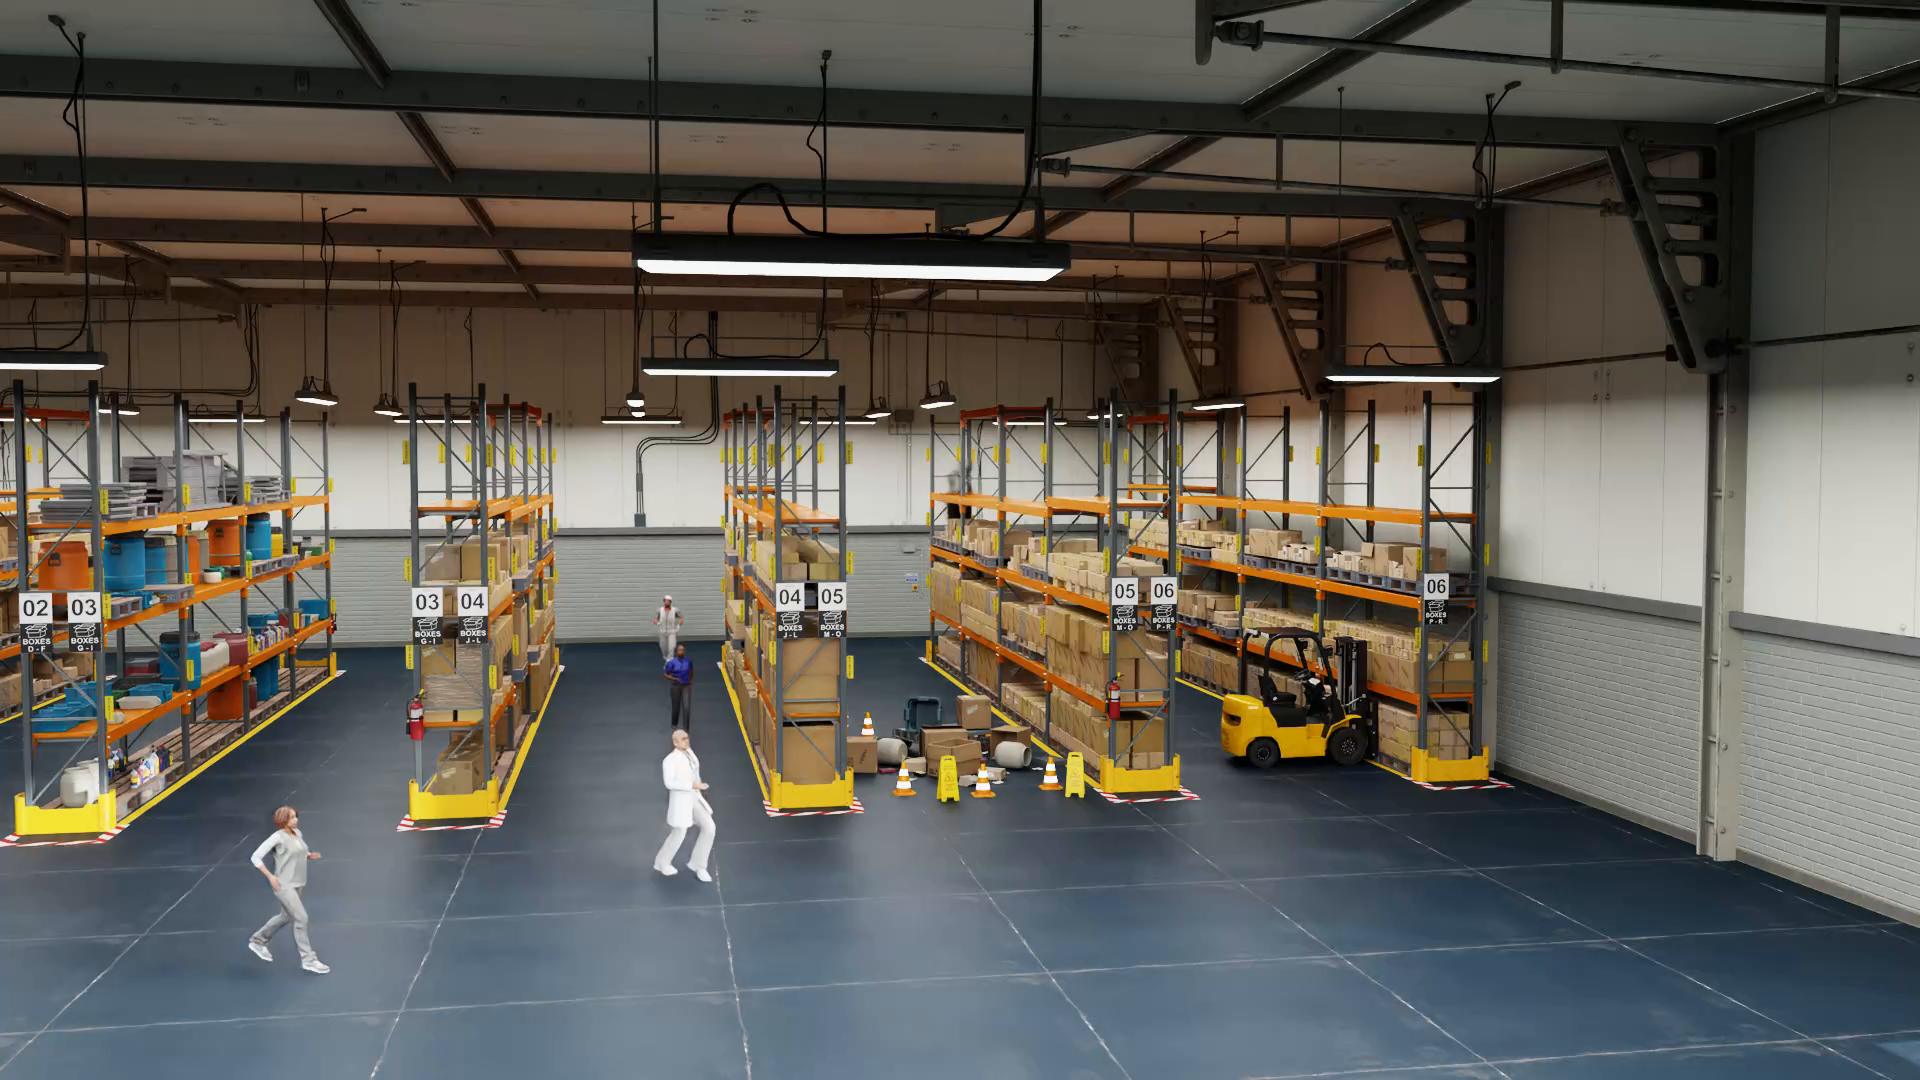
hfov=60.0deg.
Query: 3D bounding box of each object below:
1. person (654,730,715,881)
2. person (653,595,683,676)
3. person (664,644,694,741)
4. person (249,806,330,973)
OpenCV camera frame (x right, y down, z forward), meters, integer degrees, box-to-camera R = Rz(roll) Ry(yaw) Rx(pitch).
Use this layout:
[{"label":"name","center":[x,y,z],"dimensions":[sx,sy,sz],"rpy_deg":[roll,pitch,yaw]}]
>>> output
[{"label":"person","center":[-3.259,3.144,19.651],"dimensions":[0.826,1.816,0.713],"rpy_deg":[2,3,32]},{"label":"person","center":[-6.688,2.170,38.095],"dimensions":[0.684,1.813,0.892],"rpy_deg":[0,3,-7]},{"label":"person","center":[-4.973,2.682,29.491],"dimensions":[0.571,1.687,0.846],"rpy_deg":[-1,3,-19]},{"label":"person","center":[-6.508,3.363,16.083],"dimensions":[0.878,1.596,0.531],"rpy_deg":[0,3,7]}]
